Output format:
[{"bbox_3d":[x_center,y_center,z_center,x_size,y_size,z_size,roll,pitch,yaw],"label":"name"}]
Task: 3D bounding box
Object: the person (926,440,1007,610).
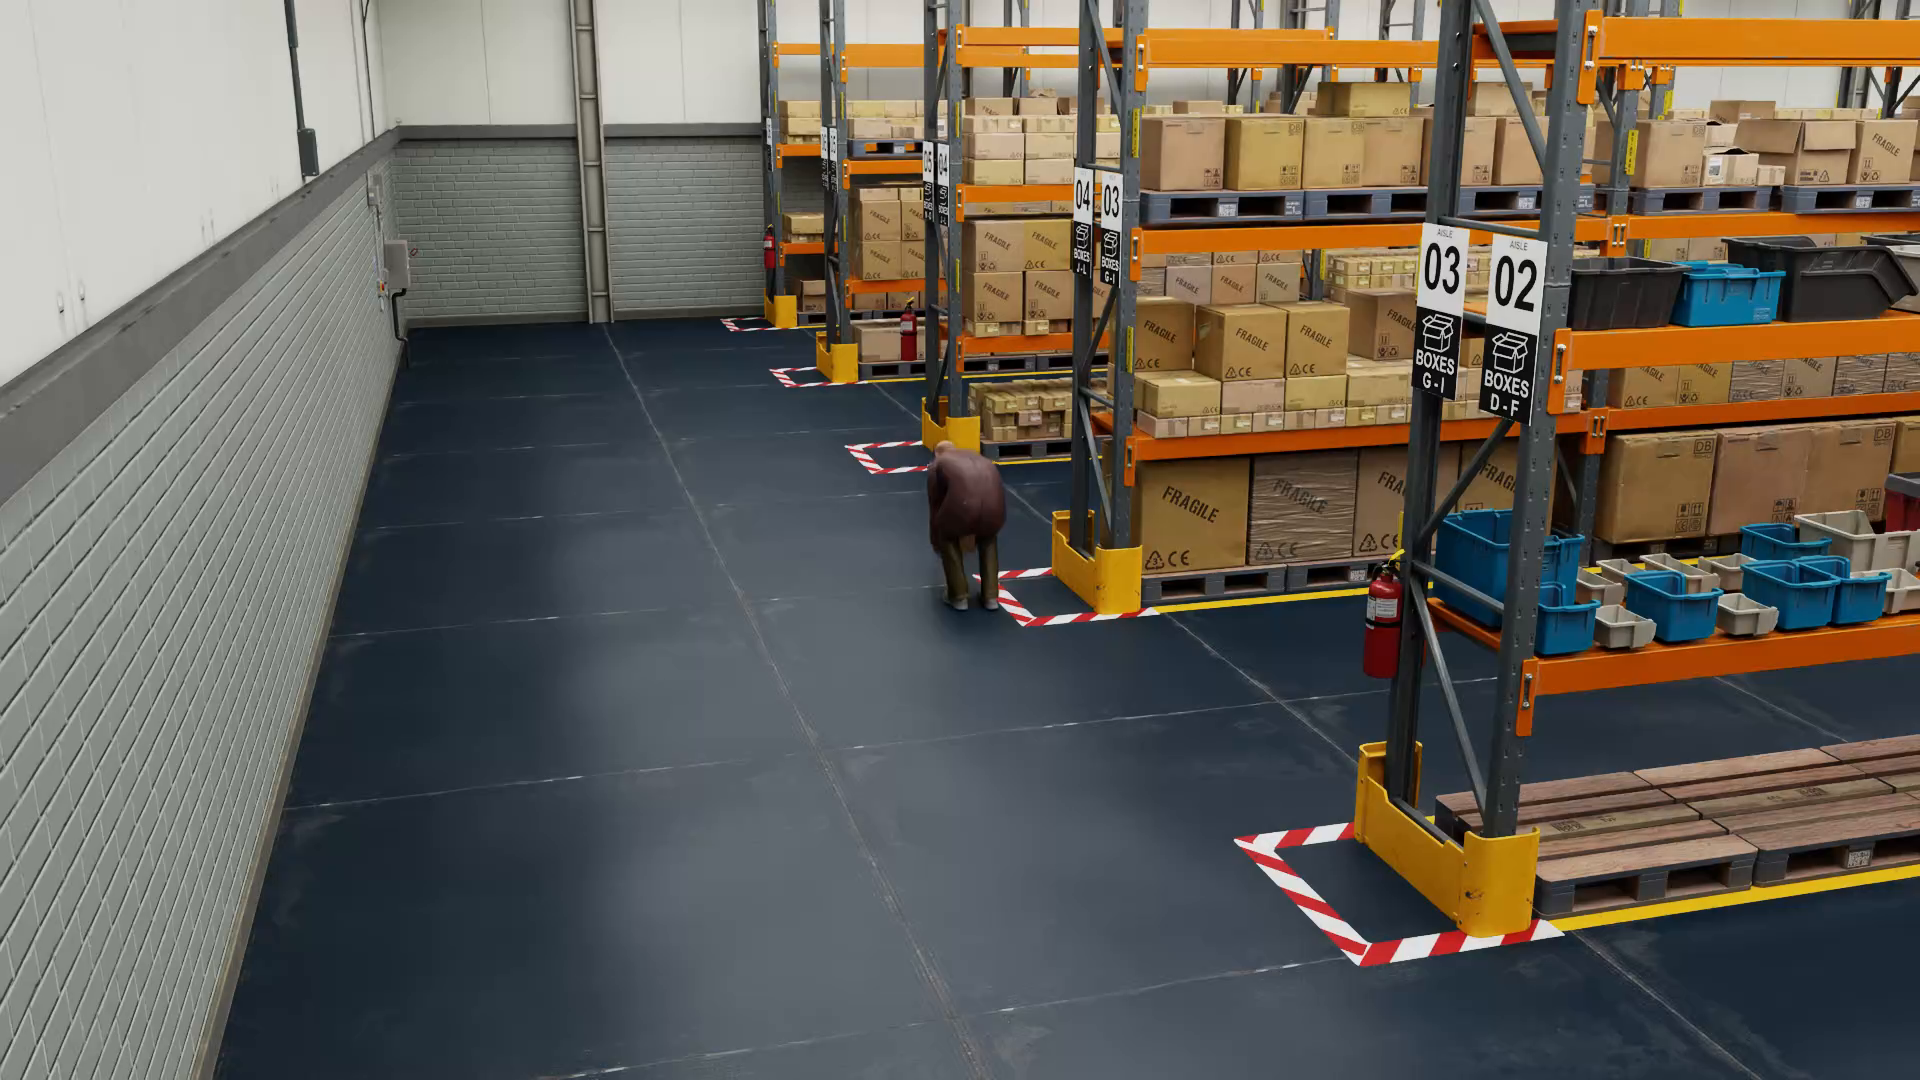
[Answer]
[{"bbox_3d":[0.022,-0.113,12.611,0.558,1.155,0.945,-5,16,-17],"label":"person"}]
